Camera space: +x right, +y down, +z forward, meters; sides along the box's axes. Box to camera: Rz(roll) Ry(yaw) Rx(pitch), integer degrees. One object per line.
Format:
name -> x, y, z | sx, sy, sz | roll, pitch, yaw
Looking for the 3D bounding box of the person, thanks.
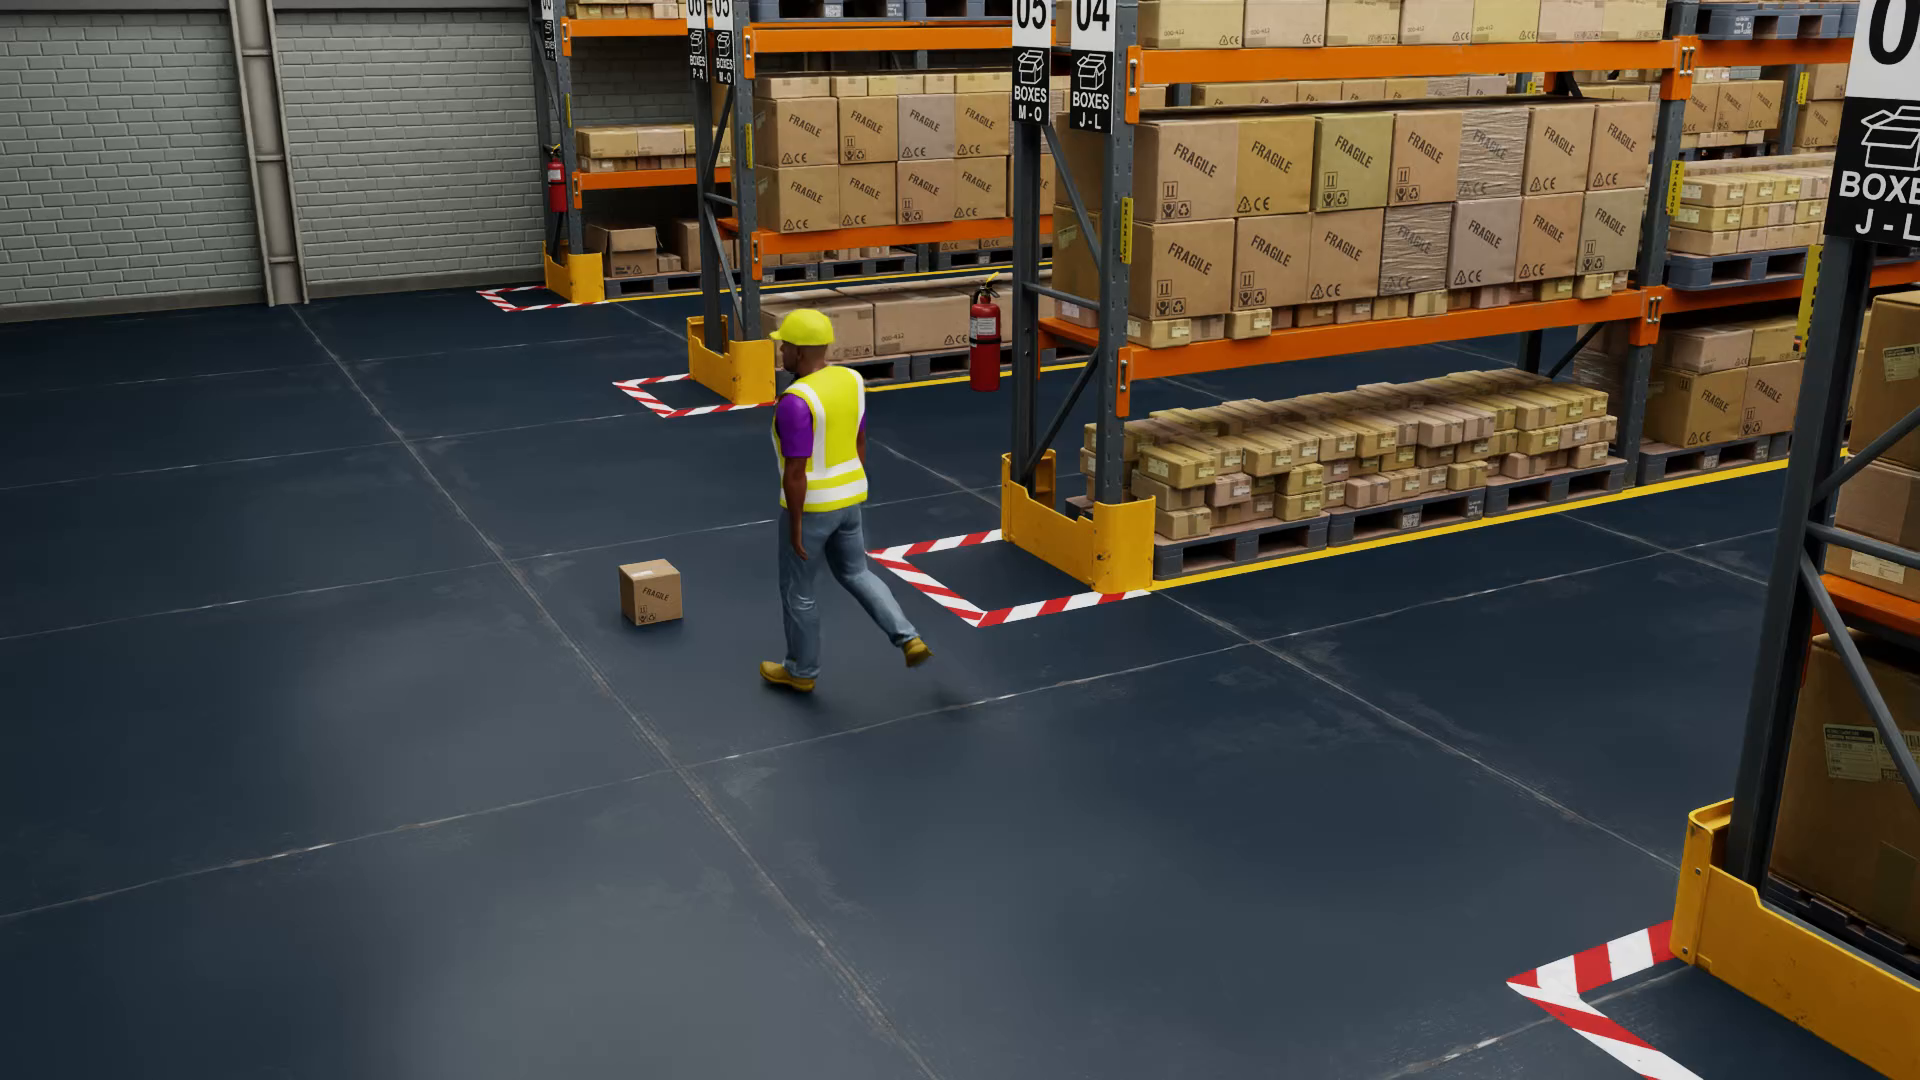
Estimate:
person -> -0.549, -0.147, 7.425 | 0.804, 1.760, 0.593 | 13, 22, 33
